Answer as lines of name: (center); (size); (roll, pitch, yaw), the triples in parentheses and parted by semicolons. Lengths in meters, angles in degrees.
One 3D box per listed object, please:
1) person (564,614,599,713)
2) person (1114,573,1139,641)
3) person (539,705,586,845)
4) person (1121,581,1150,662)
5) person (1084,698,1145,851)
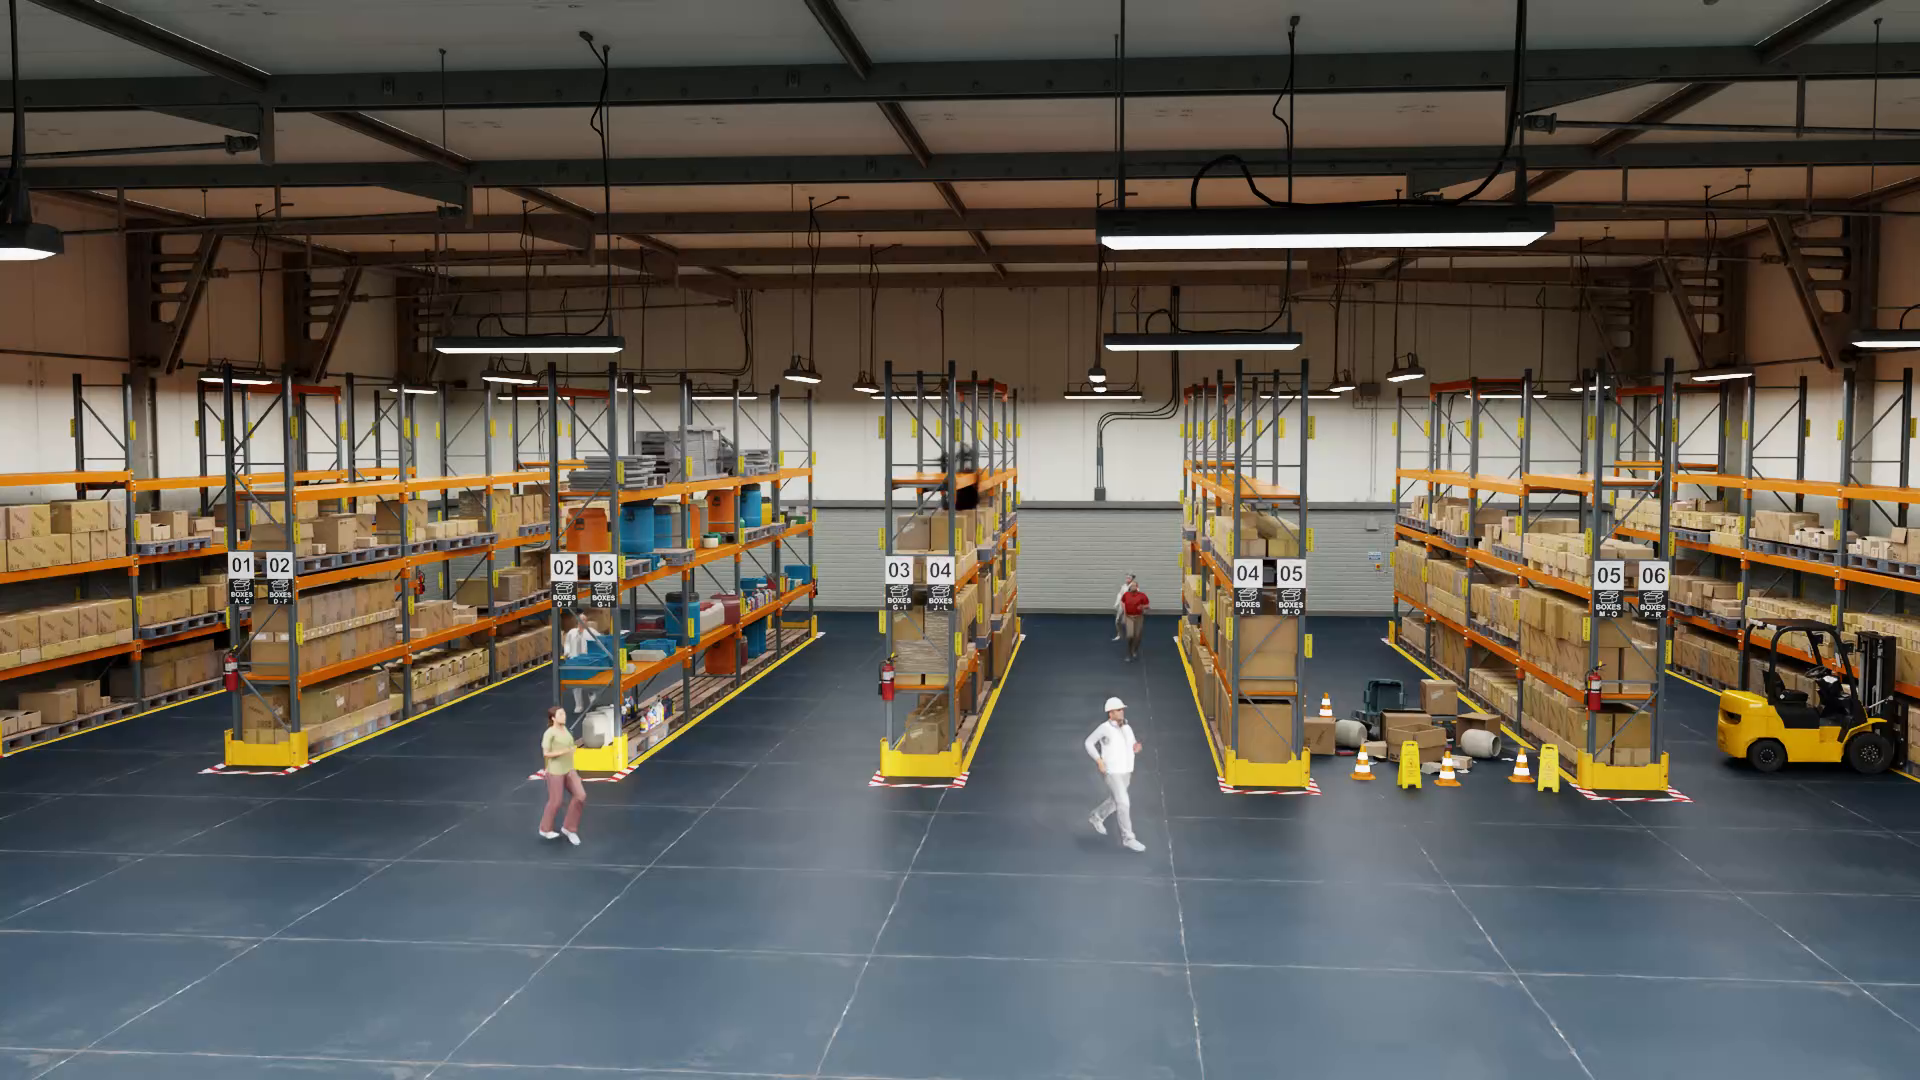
person: (-6.740, 2.186, 29.642); (0.713, 1.730, 0.753); (0, 4, 4)
person: (4.020, 1.593, 39.688); (0.517, 1.634, 0.659); (-4, 5, -45)
person: (-4.839, 2.845, 20.139); (0.670, 1.705, 0.558); (2, 4, 32)
person: (3.808, 1.794, 36.130); (0.624, 1.804, 0.761); (0, 4, 7)
person: (1.882, 2.777, 20.005); (0.963, 1.763, 0.655); (4, 5, 44)
